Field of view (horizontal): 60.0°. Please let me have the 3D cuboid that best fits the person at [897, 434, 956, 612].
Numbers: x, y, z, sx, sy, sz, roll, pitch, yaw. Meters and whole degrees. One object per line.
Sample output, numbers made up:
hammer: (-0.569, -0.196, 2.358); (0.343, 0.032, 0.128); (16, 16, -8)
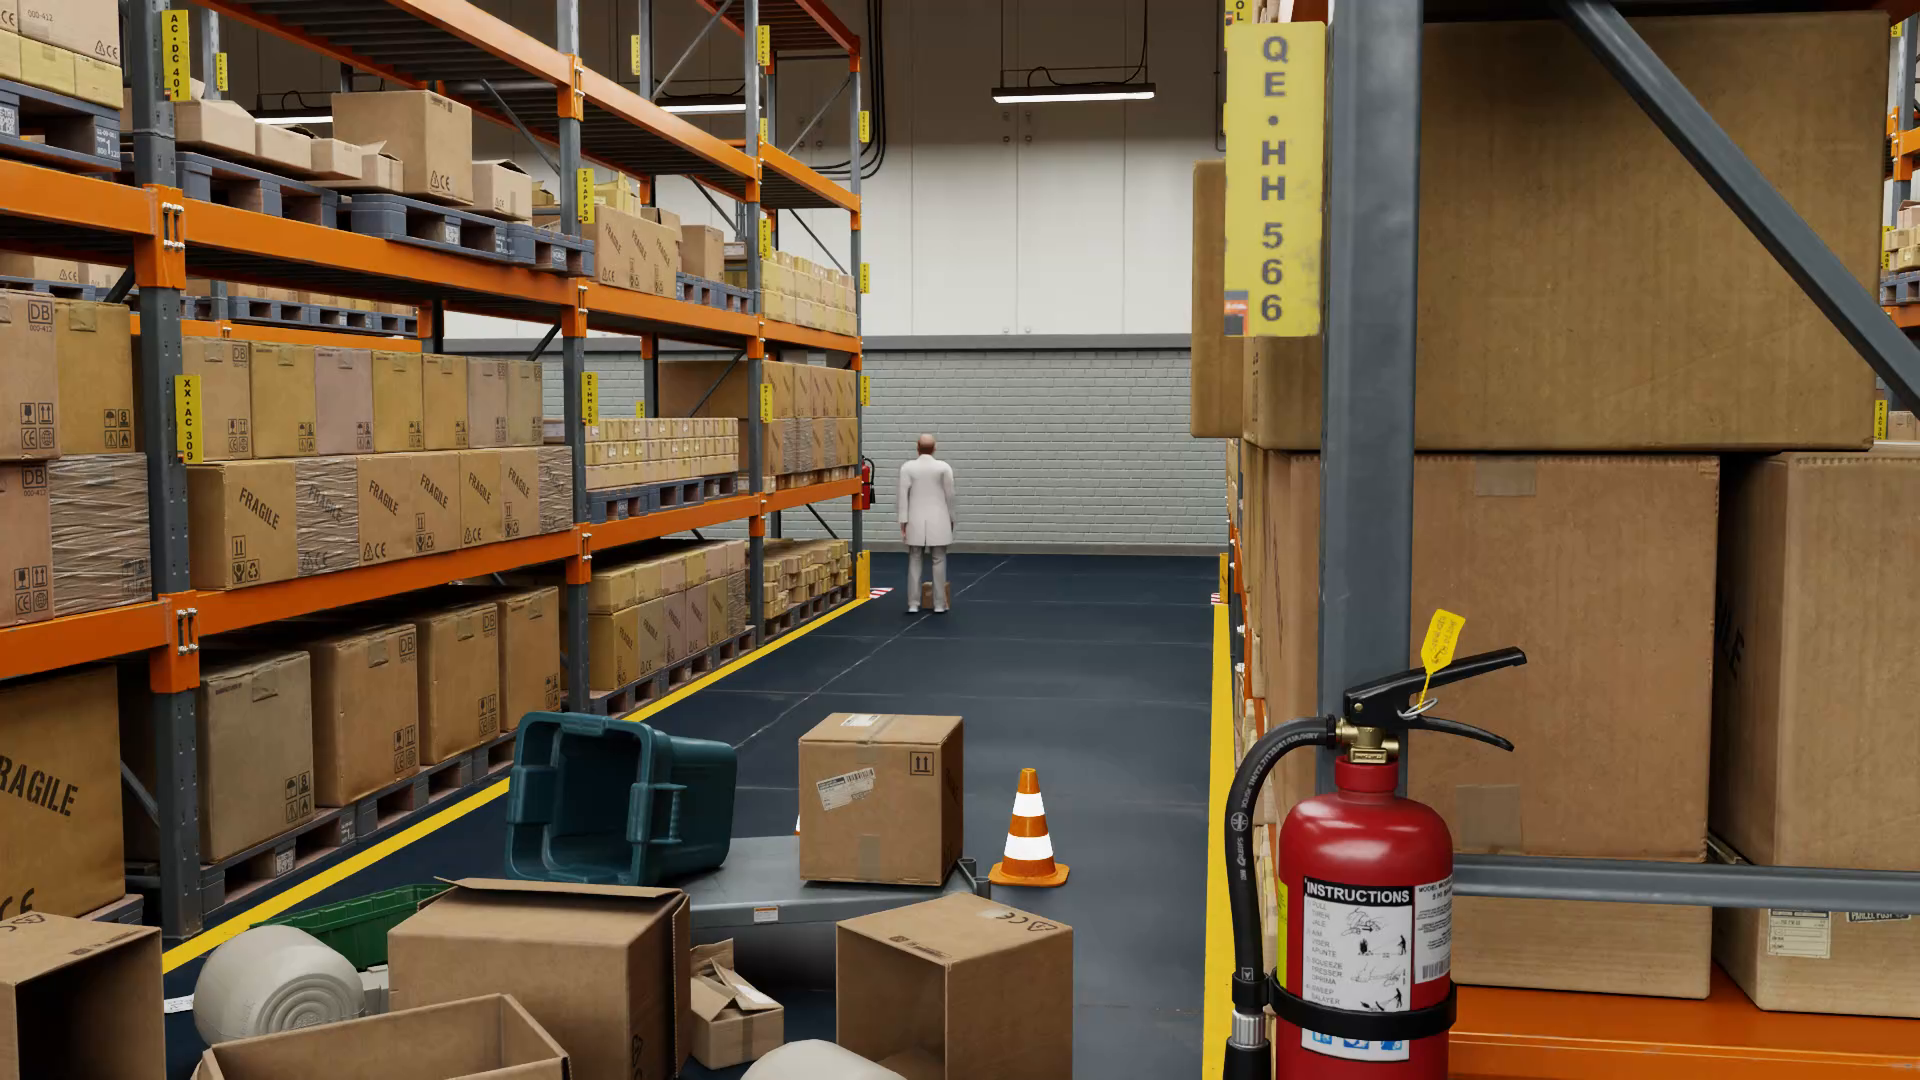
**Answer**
person: (-0.322, -0.167, 16.627); (0.573, 1.789, 0.459); (1, 4, 8)
